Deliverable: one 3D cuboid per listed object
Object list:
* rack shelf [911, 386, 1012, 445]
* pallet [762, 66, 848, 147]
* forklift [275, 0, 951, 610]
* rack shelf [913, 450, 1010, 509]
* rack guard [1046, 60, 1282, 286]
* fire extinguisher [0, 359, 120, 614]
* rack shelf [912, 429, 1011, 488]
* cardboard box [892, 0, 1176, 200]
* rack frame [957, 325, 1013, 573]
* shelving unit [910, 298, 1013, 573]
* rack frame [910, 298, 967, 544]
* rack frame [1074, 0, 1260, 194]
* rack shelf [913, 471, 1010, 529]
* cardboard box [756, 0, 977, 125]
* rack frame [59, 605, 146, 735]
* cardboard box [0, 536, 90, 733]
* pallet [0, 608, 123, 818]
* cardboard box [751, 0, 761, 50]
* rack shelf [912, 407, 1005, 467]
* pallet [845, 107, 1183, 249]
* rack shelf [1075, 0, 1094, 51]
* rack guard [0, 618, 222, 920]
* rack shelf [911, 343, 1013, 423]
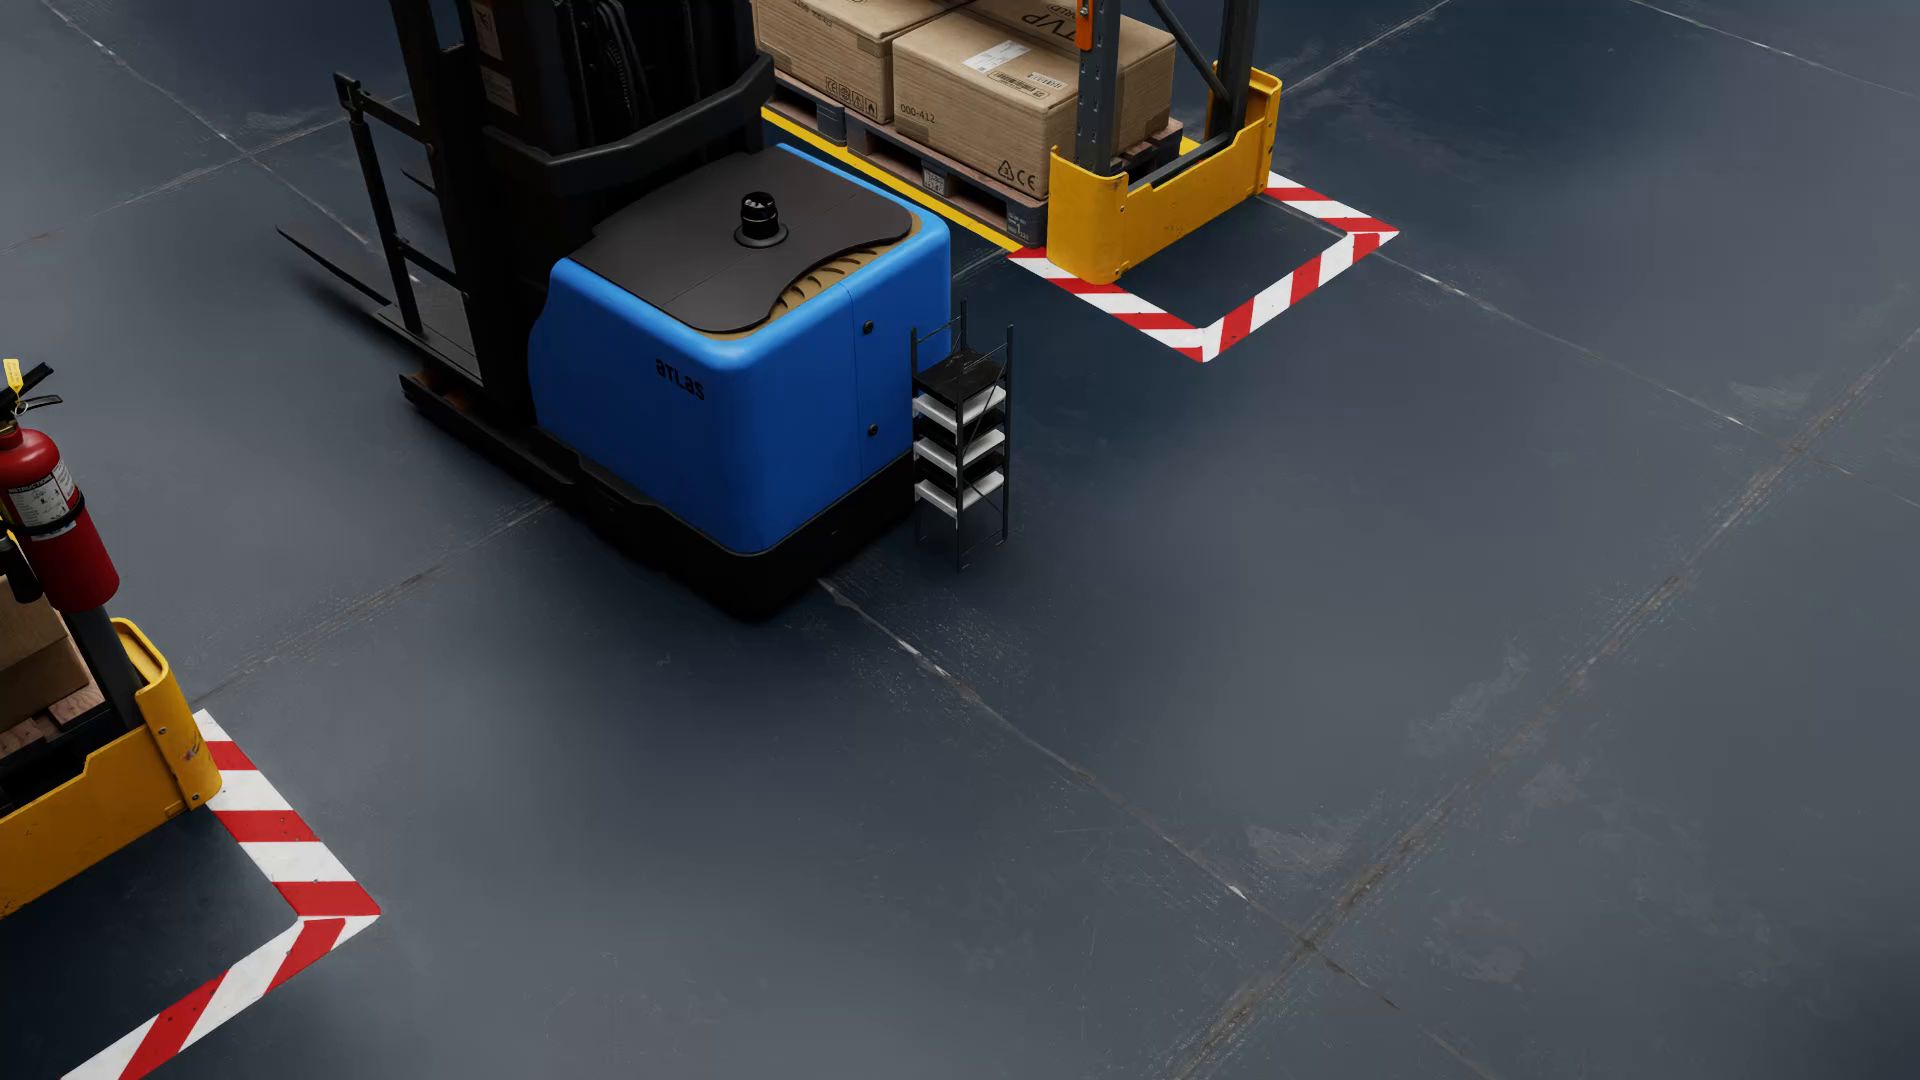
[{"bbox_3d":[0.006,-0.434,5.341,0.258,0.077,0.200,-34,53,-31],"label":"rack shelf"},{"bbox_3d":[-0.620,-2.420,8.214,1.003,0.211,1.213,-34,53,-31],"label":"pallet"},{"bbox_3d":[-1.457,-1.710,5.441,3.031,2.935,1.130,31,51,29],"label":"forklift"},{"bbox_3d":[0.006,-0.236,5.524,0.258,0.077,0.200,-34,53,-31],"label":"rack shelf"},{"bbox_3d":[0.874,-1.582,7.094,1.175,0.500,0.348,-34,53,-31],"label":"rack guard"},{"bbox_3d":[-2.224,-0.116,3.997,0.296,0.674,0.183,-34,53,-31],"label":"fire extinguisher"},{"bbox_3d":[0.006,-0.302,5.463,0.258,0.077,0.200,-34,53,-31],"label":"rack shelf"},{"bbox_3d":[0.320,-1.994,7.276,0.875,0.438,0.875,32,52,30],"label":"cardboard box"},{"bbox_3d":[0.078,-0.278,5.388,0.240,0.900,0.006,-34,53,-31],"label":"rack frame"},{"bbox_3d":[0.006,-0.327,5.440,0.258,0.900,0.210,-34,53,-31],"label":"shelving unit"},{"bbox_3d":[-0.066,-0.375,5.493,0.240,0.900,0.006,-34,53,-31],"label":"rack frame"},{"bbox_3d":[0.857,-2.512,6.258,1.000,3.000,0.127,-34,53,-31],"label":"rack frame"},{"bbox_3d":[0.006,-0.170,5.585,0.258,0.077,0.200,-34,53,-31],"label":"rack shelf"},{"bbox_3d":[-0.332,-2.430,7.748,0.875,0.438,0.875,-33,52,-30],"label":"cardboard box"},{"bbox_3d":[-2.655,-0.131,3.681,1.000,3.000,0.127,-34,53,-31],"label":"rack frame"},{"bbox_3d":[-3.020,0.292,4.753,0.637,0.503,0.797,32,52,30],"label":"cardboard box"},{"bbox_3d":[-3.272,0.474,5.081,1.003,0.211,1.213,-34,53,-31],"label":"pallet"},{"bbox_3d":[-0.968,-2.864,8.217,0.875,0.438,0.875,33,52,30],"label":"cardboard box"},{"bbox_3d":[0.006,-0.368,5.402,0.258,0.077,0.200,-34,53,-31],"label":"rack shelf"},{"bbox_3d":[0.237,-1.834,7.579,1.003,0.211,1.213,-34,53,-31],"label":"pallet"},{"bbox_3d":[-0.555,-3.208,7.542,1.077,0.370,4.000,-34,53,-31],"label":"rack shelf"},{"bbox_3d":[-2.708,0.751,4.569,1.175,0.500,0.348,-34,53,-31],"label":"rack guard"},{"bbox_3d":[0.006,-0.500,5.280,0.258,0.077,0.200,-34,53,-31],"label":"rack shelf"}]
